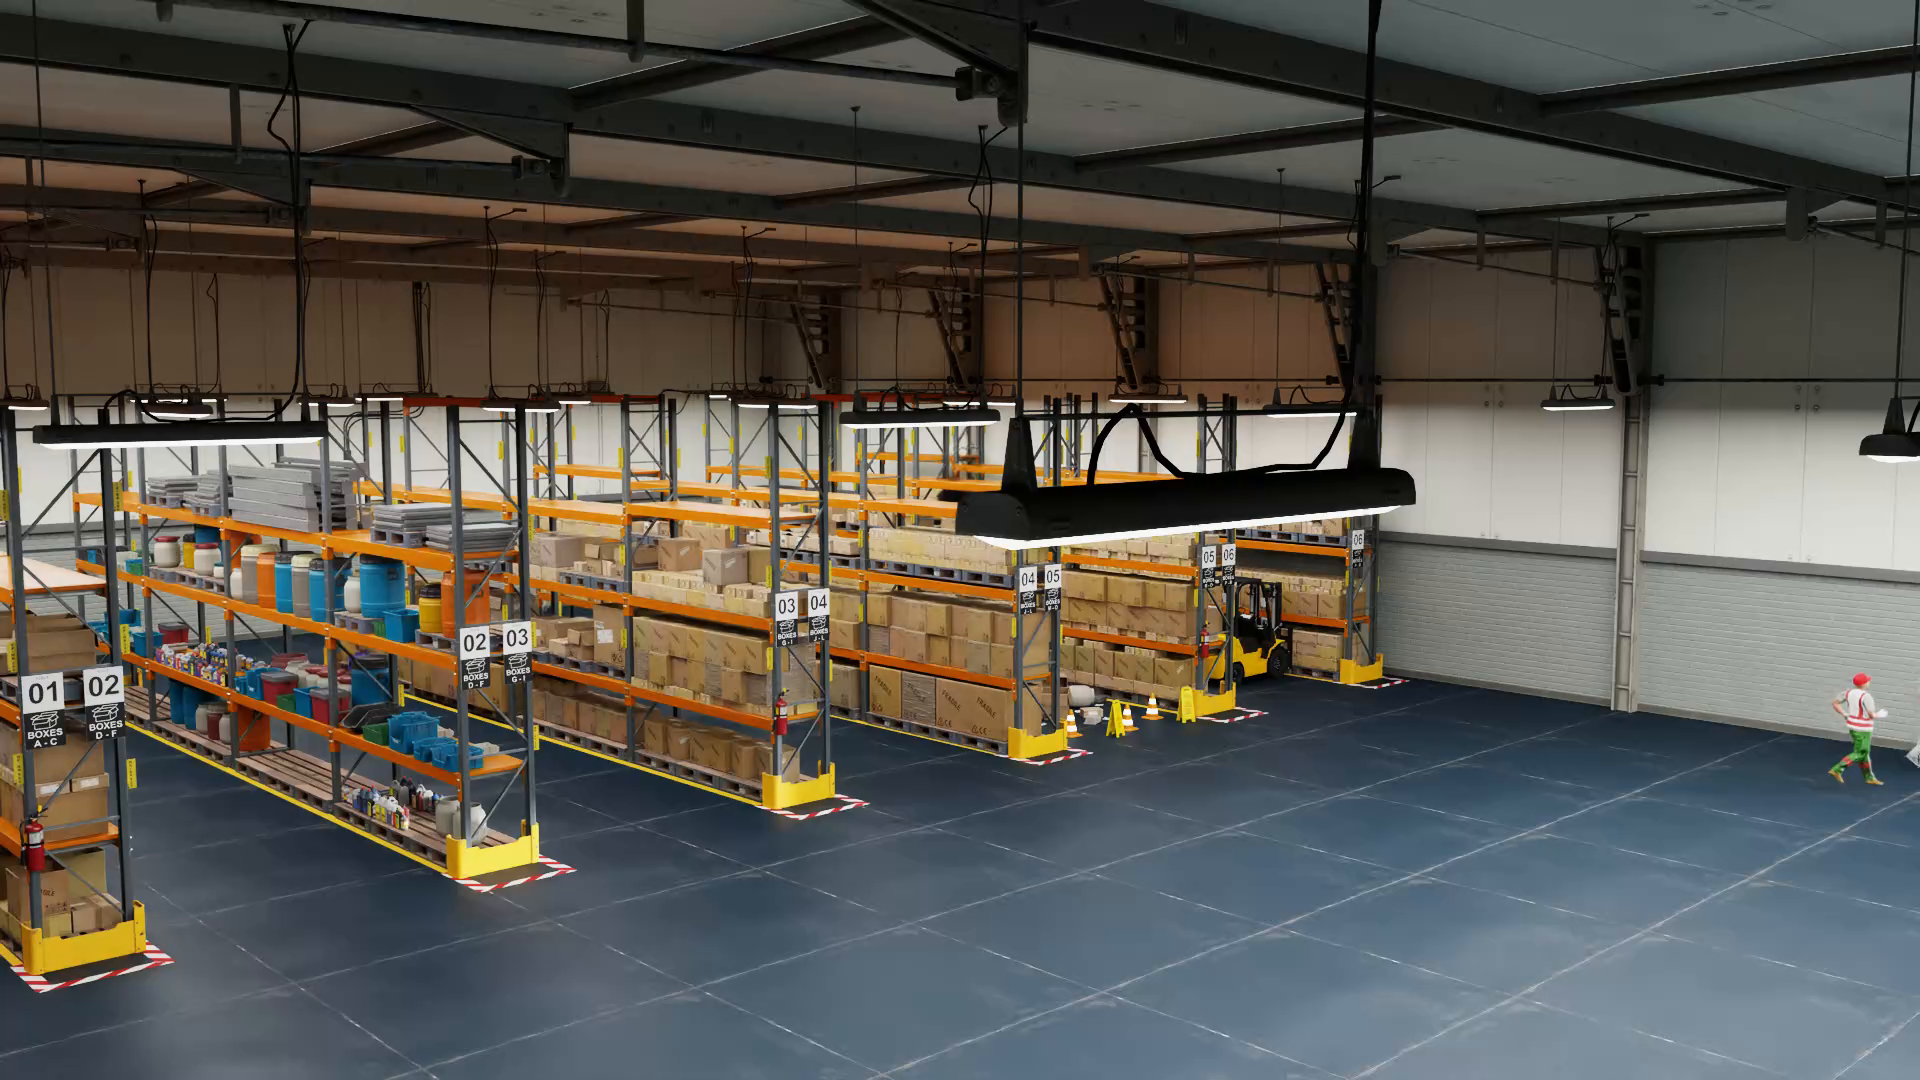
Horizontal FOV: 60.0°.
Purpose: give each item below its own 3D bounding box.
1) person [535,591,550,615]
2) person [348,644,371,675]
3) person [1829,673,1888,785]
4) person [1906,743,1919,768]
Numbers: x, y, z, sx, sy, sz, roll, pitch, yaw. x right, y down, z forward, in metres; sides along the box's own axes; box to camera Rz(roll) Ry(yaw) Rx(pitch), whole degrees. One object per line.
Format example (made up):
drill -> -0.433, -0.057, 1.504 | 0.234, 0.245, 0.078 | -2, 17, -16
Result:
person -> -10.317, 1.599, 40.958 | 0.467, 1.600, 0.703 | -2, 6, -19
person -> -10.820, 2.606, 30.228 | 0.544, 1.610, 0.550 | 4, 7, 38
person -> 13.889, 2.937, 25.684 | 0.987, 1.786, 0.656 | -1, 6, -7
person -> 15.707, 2.852, 26.576 | 0.967, 1.775, 0.666 | 3, 6, 26
